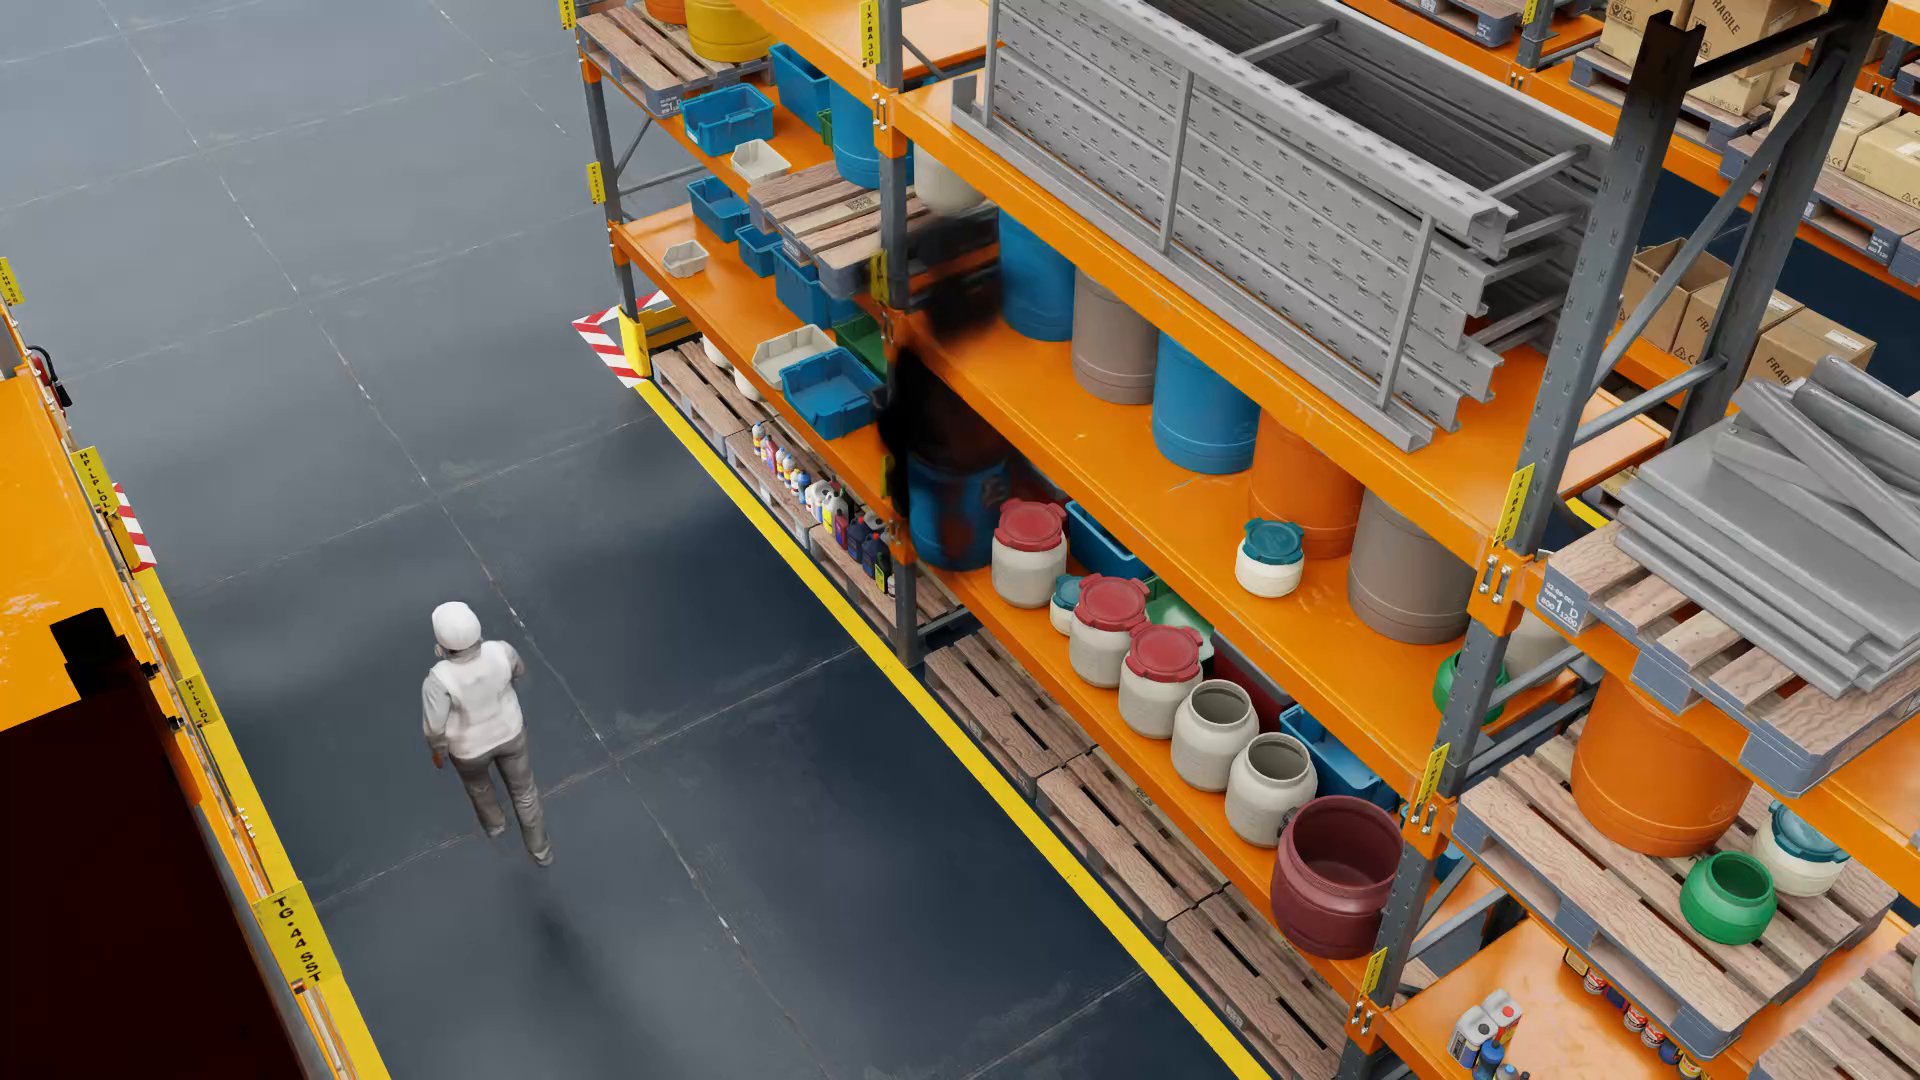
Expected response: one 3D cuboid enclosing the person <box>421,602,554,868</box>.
[{"bbox_3d":[-2.554,1.060,8.919,0.640,1.893,0.805,-24,48,-24],"label":"person"}]
